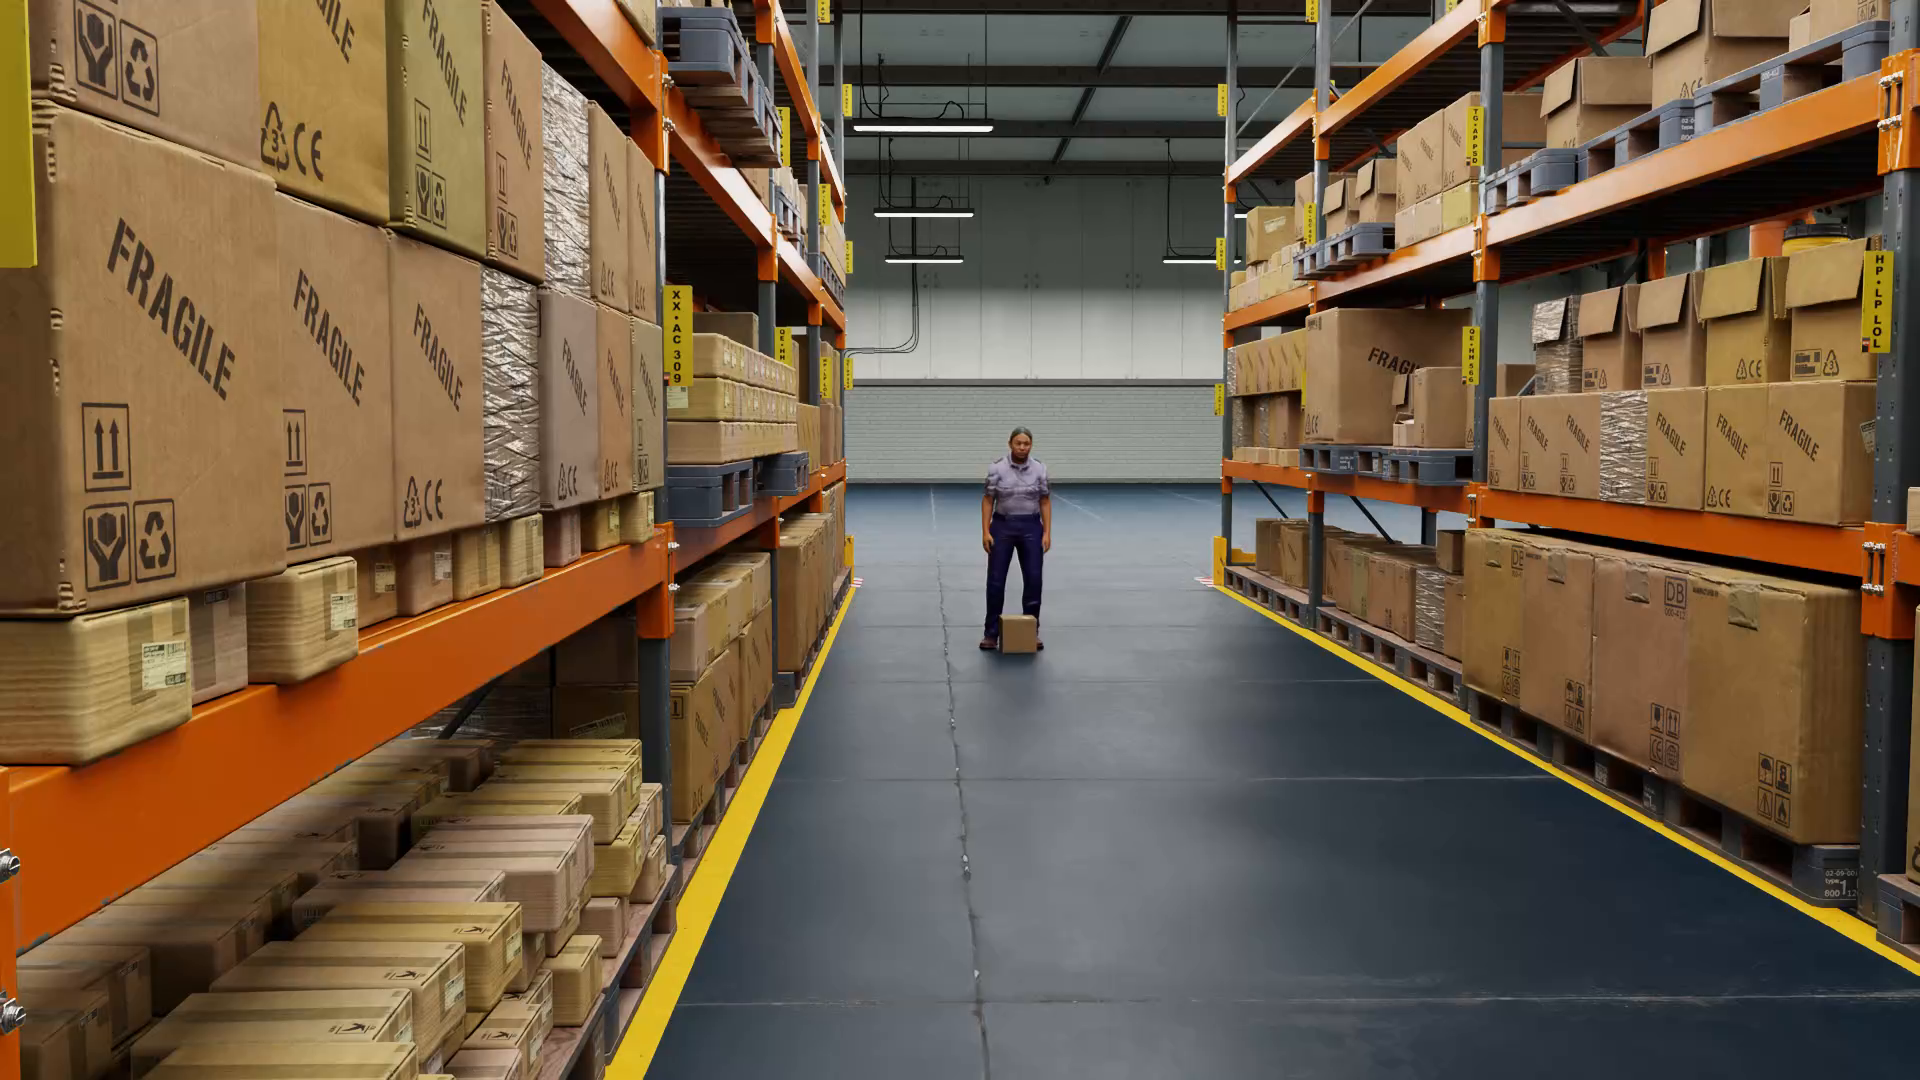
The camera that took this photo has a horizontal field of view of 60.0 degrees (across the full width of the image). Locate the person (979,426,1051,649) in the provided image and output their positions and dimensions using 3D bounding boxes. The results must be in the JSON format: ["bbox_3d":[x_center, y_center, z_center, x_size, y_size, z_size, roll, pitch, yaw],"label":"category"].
[{"bbox_3d":[0.410,-0.023,12.409,0.555,1.650,0.370,0,4,-5],"label":"person"}]
